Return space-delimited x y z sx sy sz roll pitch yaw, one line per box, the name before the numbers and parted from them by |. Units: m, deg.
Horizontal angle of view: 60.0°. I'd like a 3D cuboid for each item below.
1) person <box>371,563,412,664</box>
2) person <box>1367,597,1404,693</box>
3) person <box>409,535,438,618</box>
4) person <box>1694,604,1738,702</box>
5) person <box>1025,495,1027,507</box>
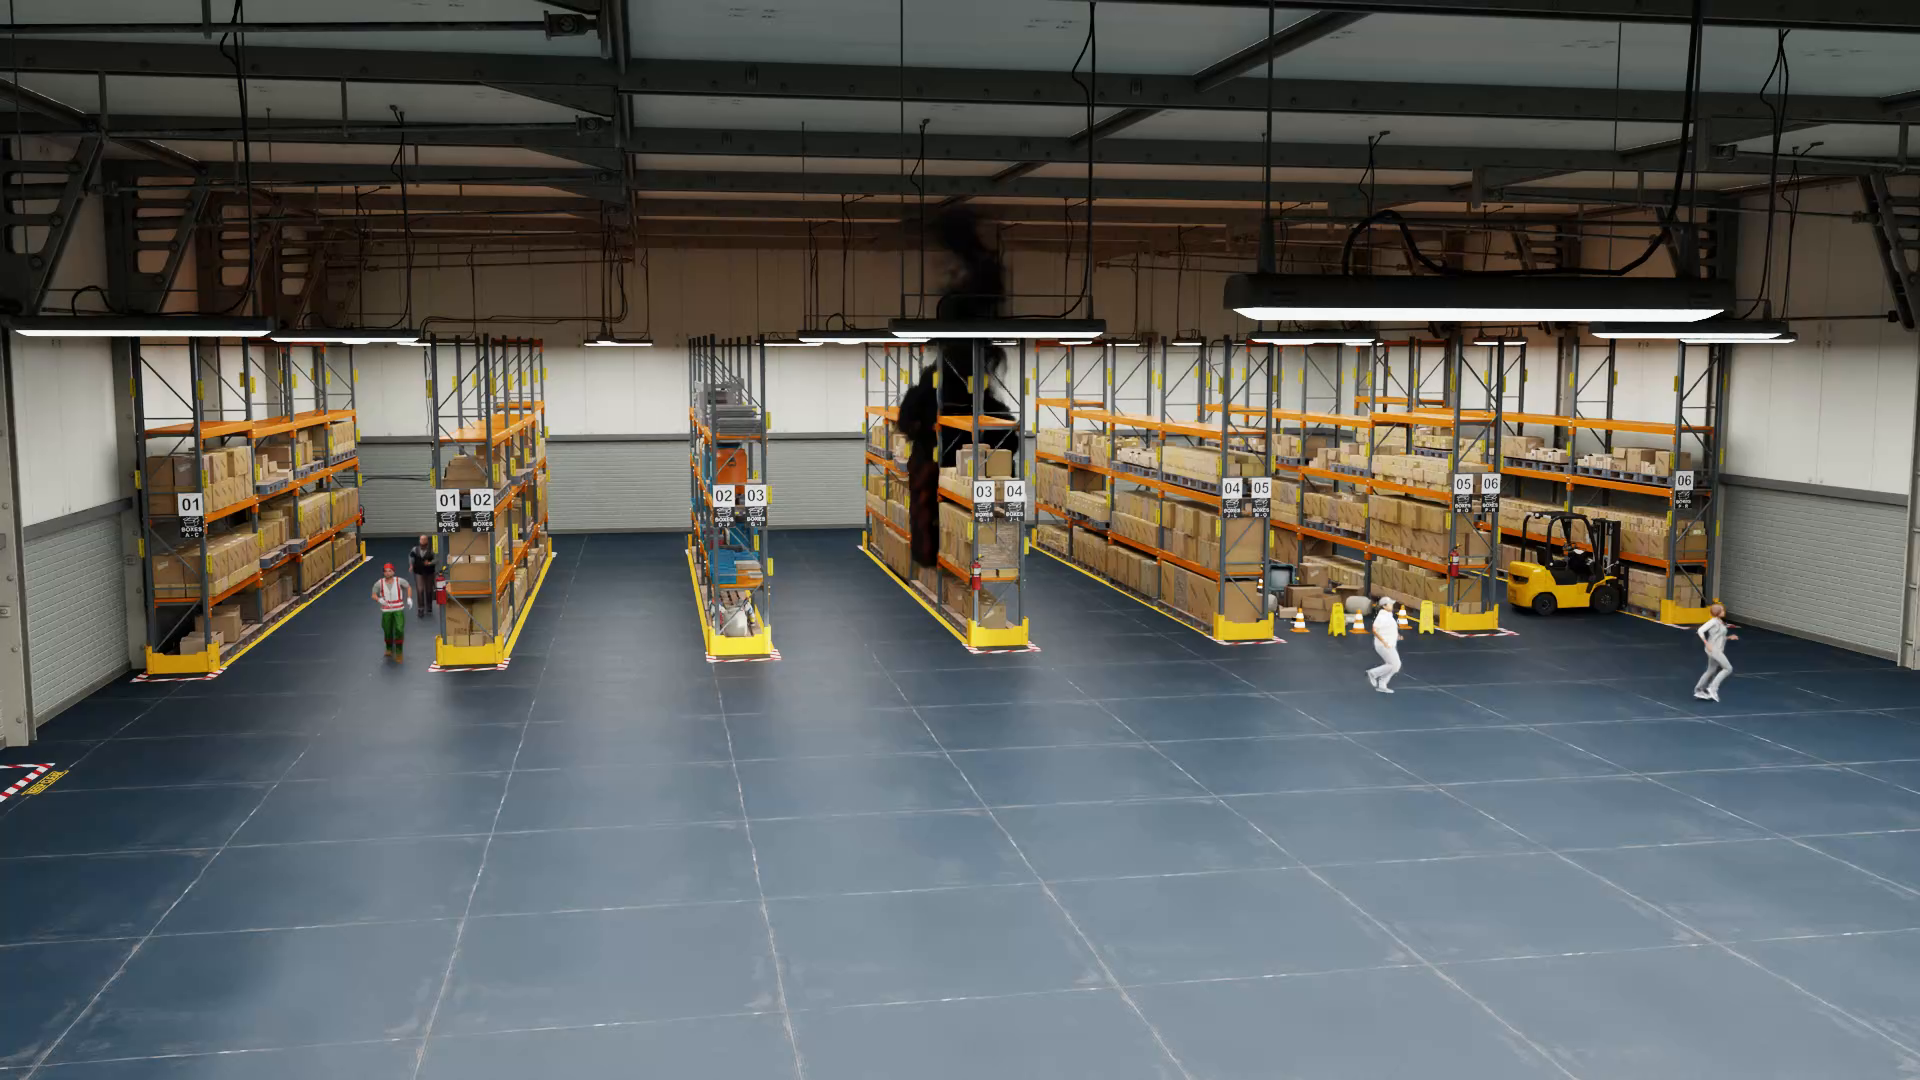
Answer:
person | -10.447 1.333 30.589 0.708 1.835 0.760 -2 7 -16
person | 7.106 1.753 27.739 0.549 1.623 0.595 3 7 21
person | -11.508 0.753 35.749 0.657 1.733 0.869 -2 7 -15
person | 12.309 1.832 27.056 0.625 1.585 0.519 4 7 29
person | 1.707 -0.773 49.203 0.694 1.766 0.681 6 9 43
